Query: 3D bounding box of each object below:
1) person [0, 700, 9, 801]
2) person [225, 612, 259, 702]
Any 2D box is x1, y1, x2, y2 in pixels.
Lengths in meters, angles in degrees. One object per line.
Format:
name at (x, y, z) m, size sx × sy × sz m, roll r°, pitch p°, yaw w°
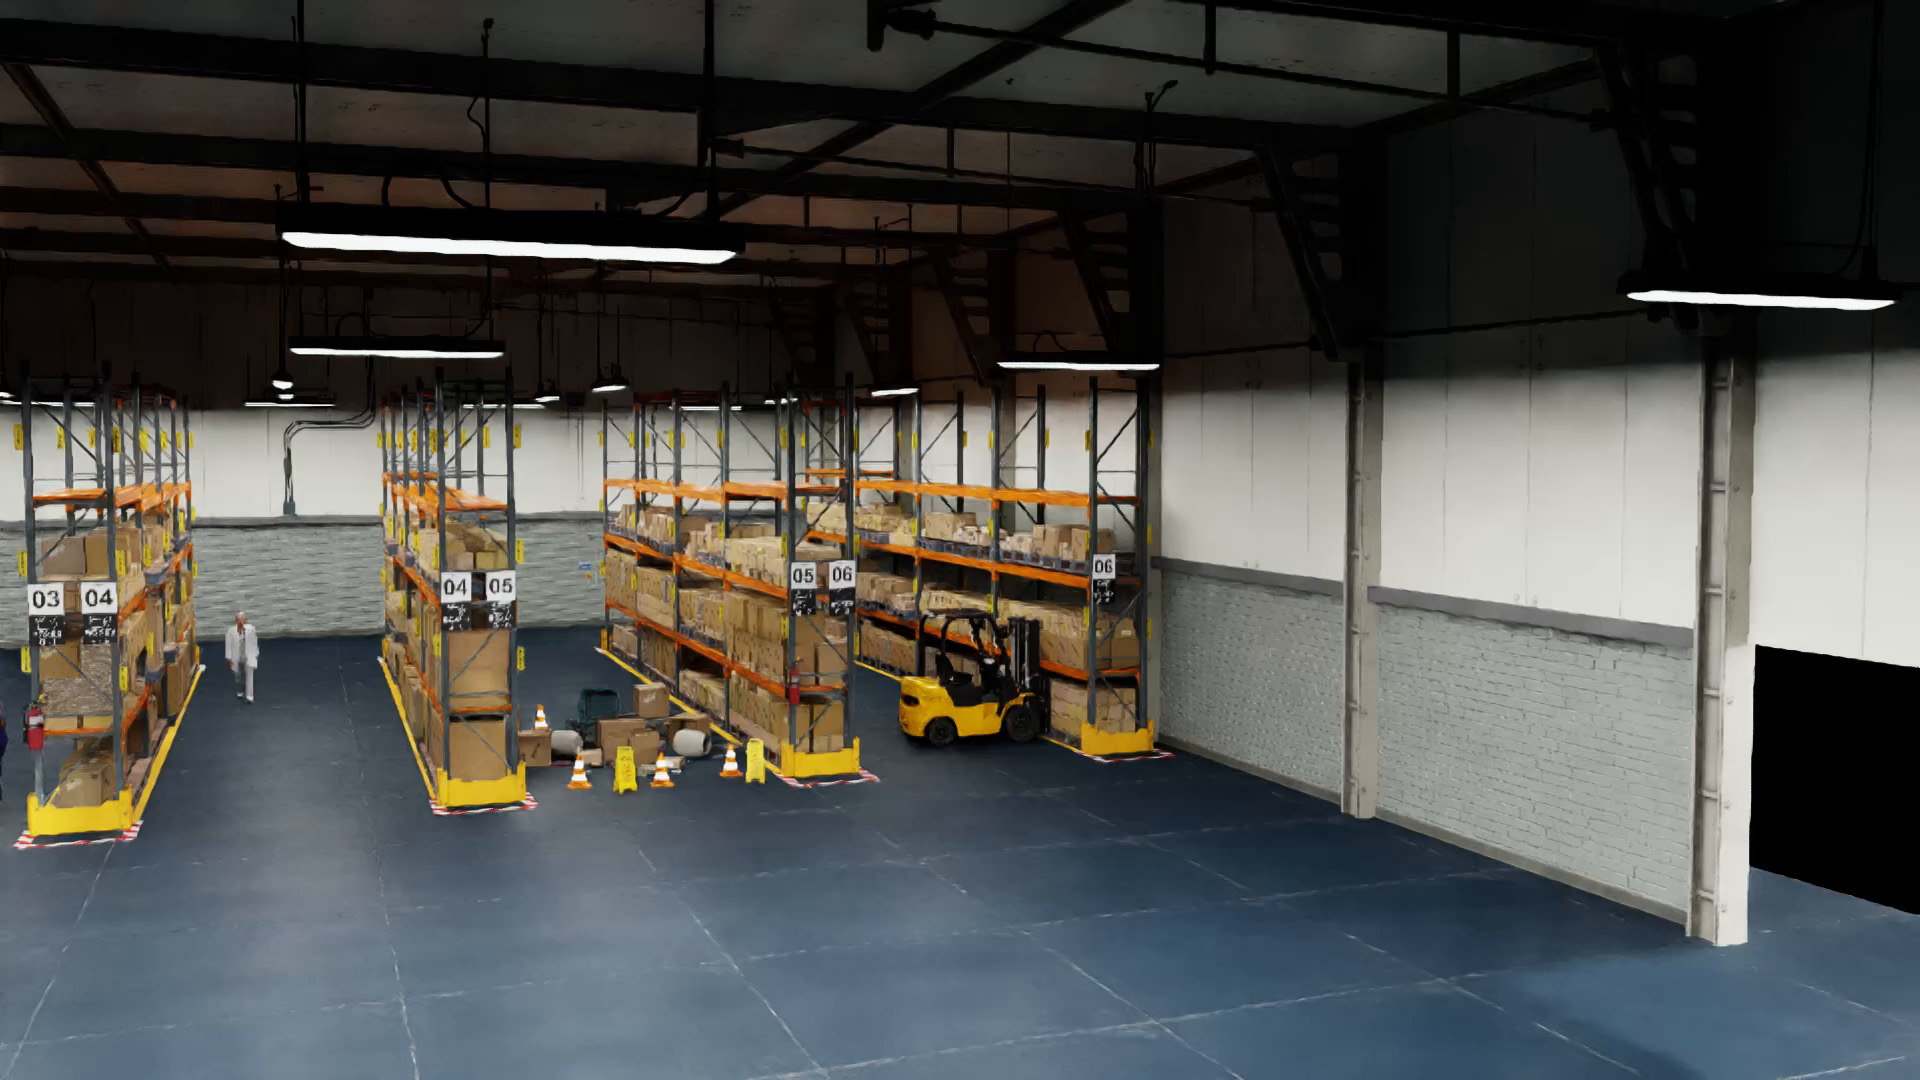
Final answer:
person at (-13.449, 2.786, 22.987) m, size 0.556 × 1.644 × 0.597 m, roll 0°, pitch 3°, yaw 6°
person at (-13.709, 2.225, 31.746) m, size 0.598 × 1.698 × 1.194 m, roll -1°, pitch 4°, yaw -20°
